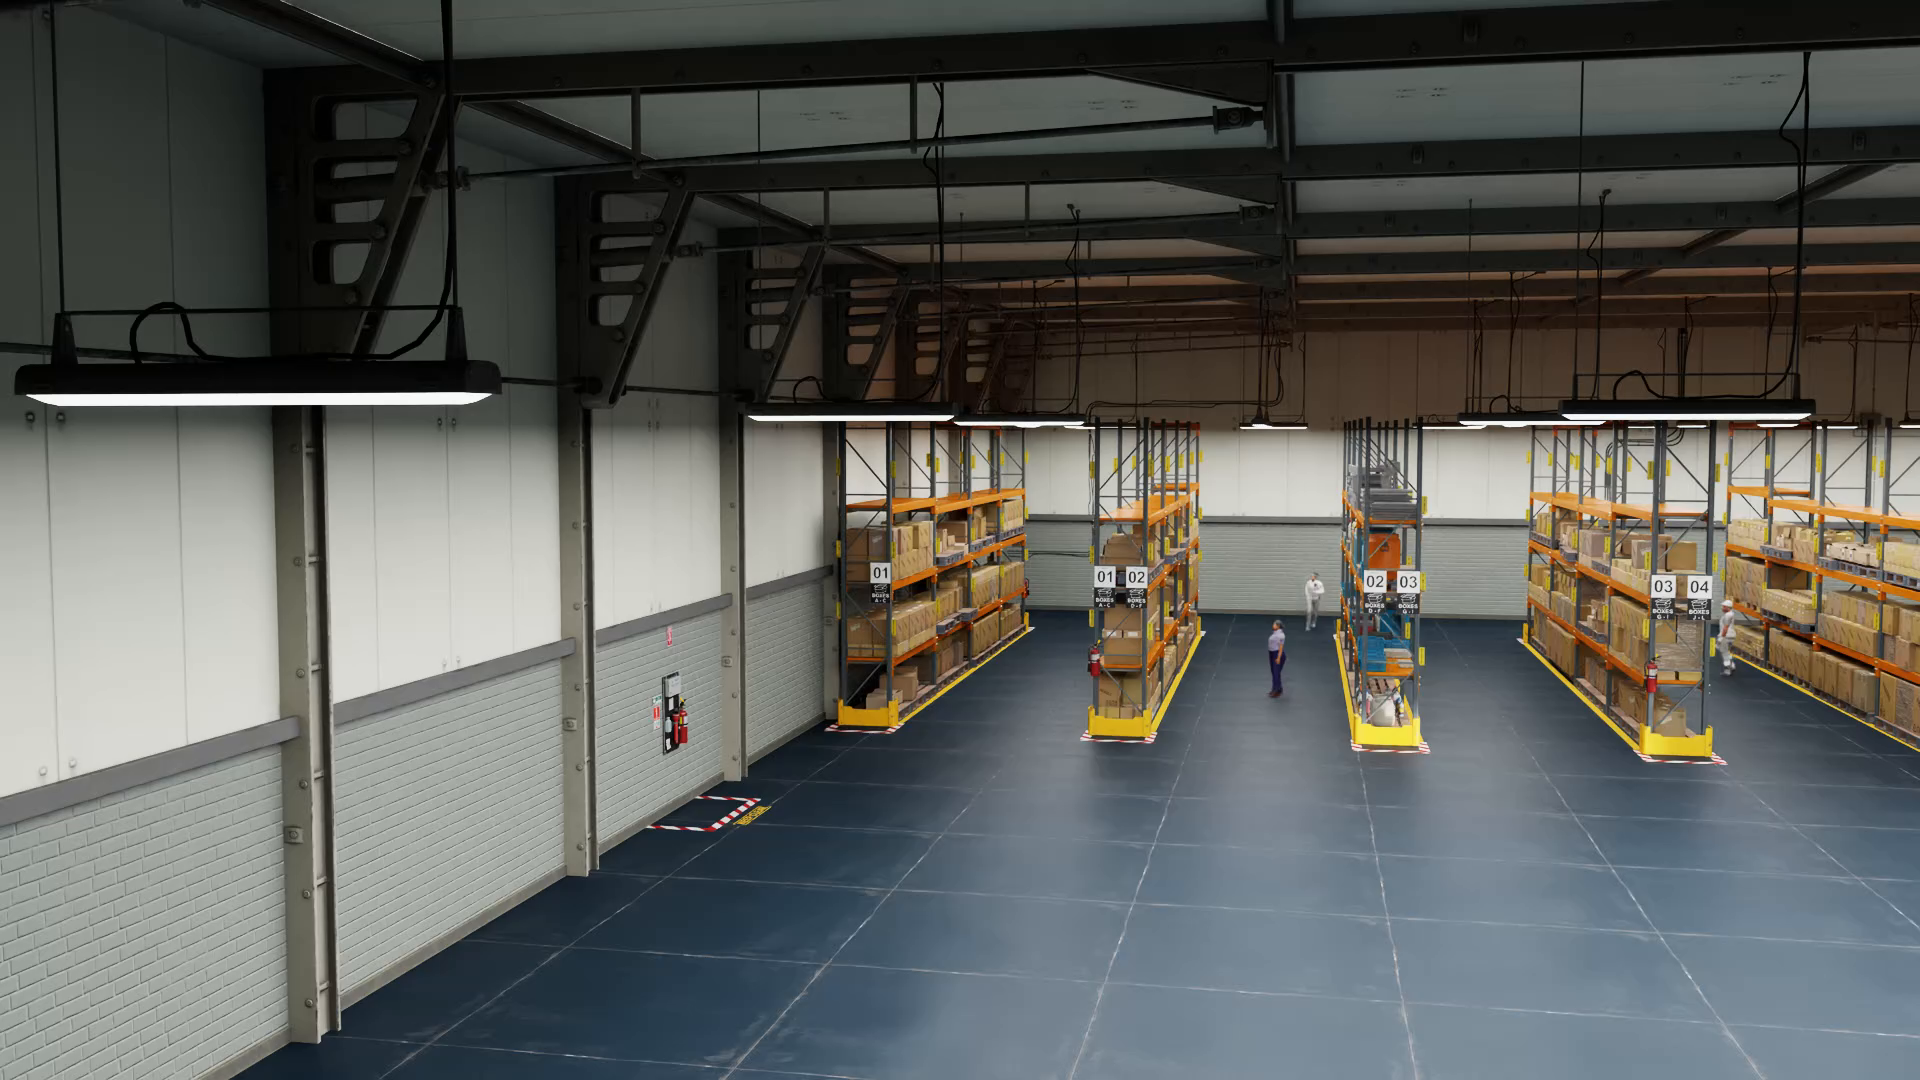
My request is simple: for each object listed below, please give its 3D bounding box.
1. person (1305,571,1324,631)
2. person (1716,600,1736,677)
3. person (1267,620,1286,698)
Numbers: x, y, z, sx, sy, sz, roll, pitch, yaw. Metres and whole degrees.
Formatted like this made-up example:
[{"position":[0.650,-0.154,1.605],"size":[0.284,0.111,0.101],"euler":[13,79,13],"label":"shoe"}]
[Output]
[{"position":[10.265,1.767,48.167],"size":[0.517,1.738,0.769],"euler":[1,4,9],"label":"person"},{"position":[17.897,2.299,38.871],"size":[0.561,1.805,0.449],"euler":[-2,4,-30],"label":"person"},{"position":[6.818,2.564,36.088],"size":[0.515,1.652,0.537],"euler":[-1,4,-16],"label":"person"}]
